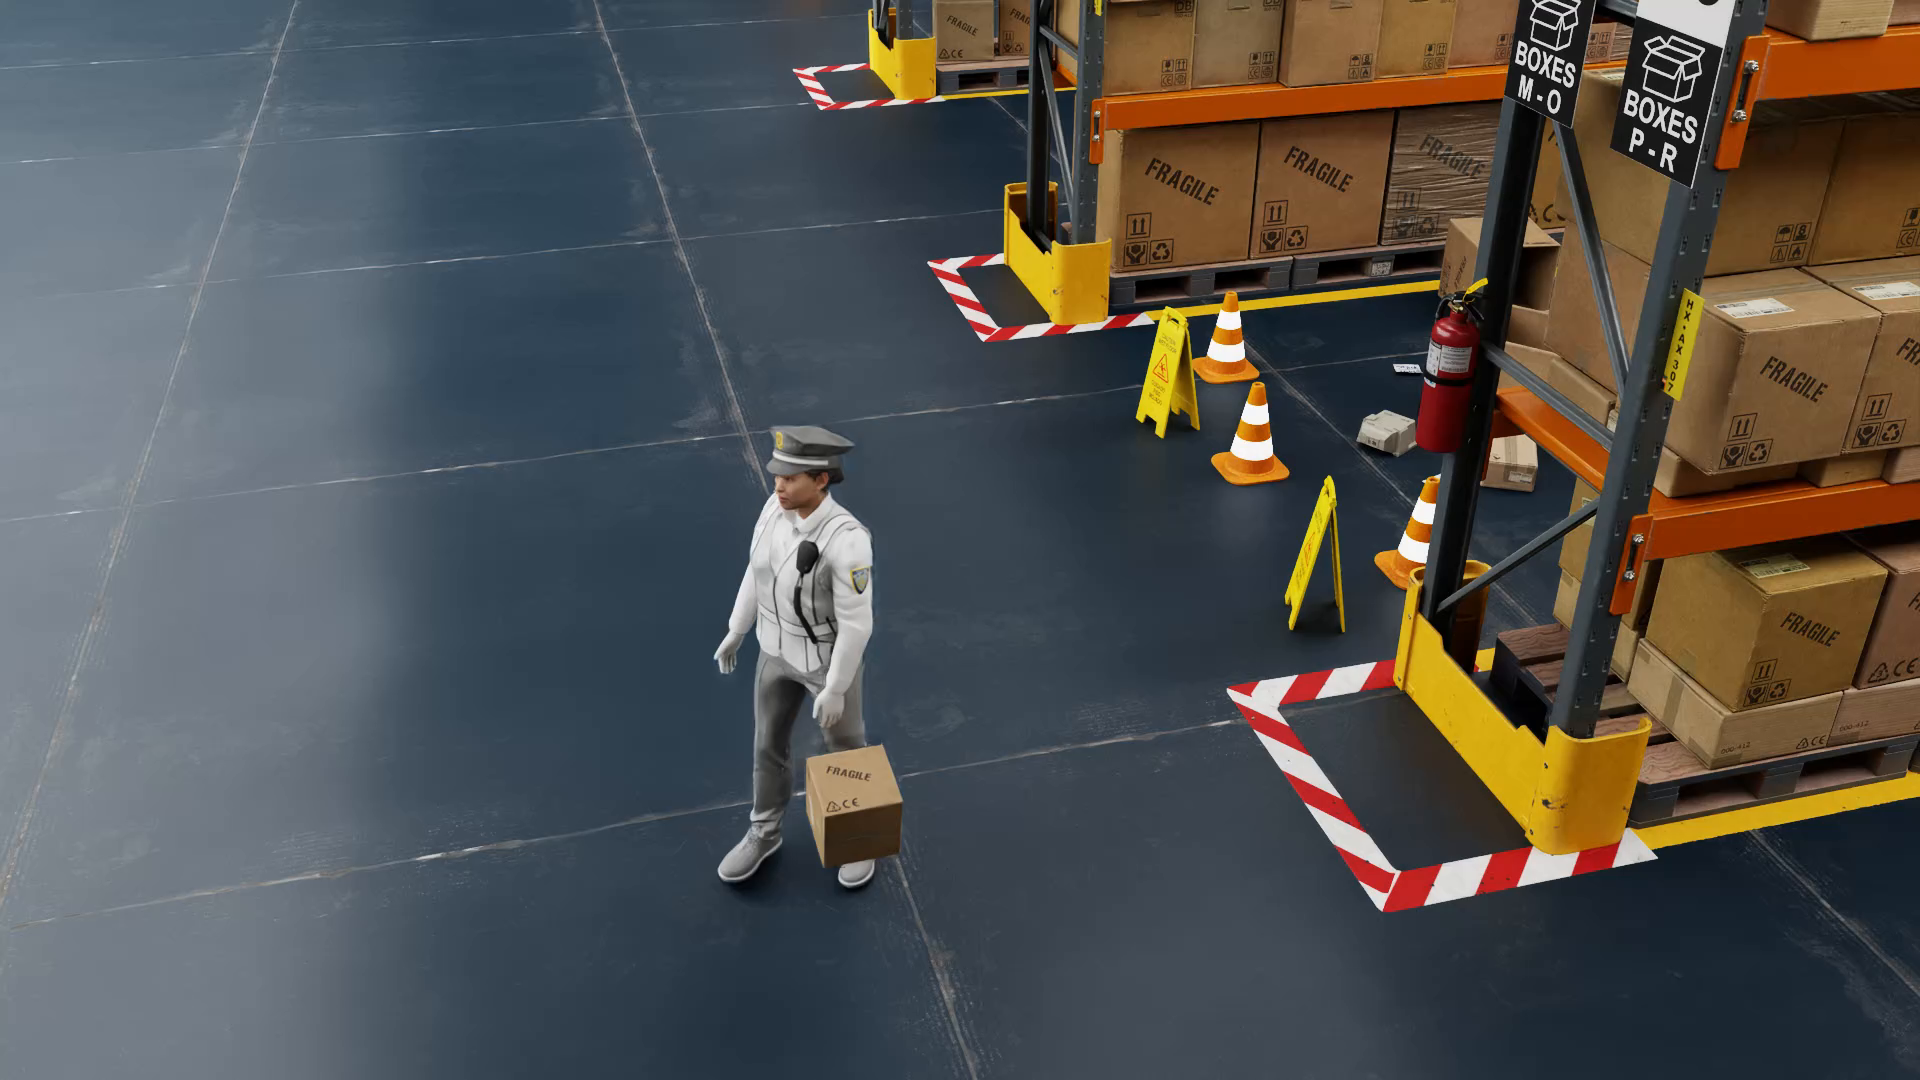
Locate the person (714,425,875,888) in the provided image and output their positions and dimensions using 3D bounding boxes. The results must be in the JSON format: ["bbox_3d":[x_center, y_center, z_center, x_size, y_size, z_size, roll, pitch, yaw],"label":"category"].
[{"bbox_3d":[-0.539,0.409,5.378,0.565,1.688,0.516,24,38,34],"label":"person"}]
